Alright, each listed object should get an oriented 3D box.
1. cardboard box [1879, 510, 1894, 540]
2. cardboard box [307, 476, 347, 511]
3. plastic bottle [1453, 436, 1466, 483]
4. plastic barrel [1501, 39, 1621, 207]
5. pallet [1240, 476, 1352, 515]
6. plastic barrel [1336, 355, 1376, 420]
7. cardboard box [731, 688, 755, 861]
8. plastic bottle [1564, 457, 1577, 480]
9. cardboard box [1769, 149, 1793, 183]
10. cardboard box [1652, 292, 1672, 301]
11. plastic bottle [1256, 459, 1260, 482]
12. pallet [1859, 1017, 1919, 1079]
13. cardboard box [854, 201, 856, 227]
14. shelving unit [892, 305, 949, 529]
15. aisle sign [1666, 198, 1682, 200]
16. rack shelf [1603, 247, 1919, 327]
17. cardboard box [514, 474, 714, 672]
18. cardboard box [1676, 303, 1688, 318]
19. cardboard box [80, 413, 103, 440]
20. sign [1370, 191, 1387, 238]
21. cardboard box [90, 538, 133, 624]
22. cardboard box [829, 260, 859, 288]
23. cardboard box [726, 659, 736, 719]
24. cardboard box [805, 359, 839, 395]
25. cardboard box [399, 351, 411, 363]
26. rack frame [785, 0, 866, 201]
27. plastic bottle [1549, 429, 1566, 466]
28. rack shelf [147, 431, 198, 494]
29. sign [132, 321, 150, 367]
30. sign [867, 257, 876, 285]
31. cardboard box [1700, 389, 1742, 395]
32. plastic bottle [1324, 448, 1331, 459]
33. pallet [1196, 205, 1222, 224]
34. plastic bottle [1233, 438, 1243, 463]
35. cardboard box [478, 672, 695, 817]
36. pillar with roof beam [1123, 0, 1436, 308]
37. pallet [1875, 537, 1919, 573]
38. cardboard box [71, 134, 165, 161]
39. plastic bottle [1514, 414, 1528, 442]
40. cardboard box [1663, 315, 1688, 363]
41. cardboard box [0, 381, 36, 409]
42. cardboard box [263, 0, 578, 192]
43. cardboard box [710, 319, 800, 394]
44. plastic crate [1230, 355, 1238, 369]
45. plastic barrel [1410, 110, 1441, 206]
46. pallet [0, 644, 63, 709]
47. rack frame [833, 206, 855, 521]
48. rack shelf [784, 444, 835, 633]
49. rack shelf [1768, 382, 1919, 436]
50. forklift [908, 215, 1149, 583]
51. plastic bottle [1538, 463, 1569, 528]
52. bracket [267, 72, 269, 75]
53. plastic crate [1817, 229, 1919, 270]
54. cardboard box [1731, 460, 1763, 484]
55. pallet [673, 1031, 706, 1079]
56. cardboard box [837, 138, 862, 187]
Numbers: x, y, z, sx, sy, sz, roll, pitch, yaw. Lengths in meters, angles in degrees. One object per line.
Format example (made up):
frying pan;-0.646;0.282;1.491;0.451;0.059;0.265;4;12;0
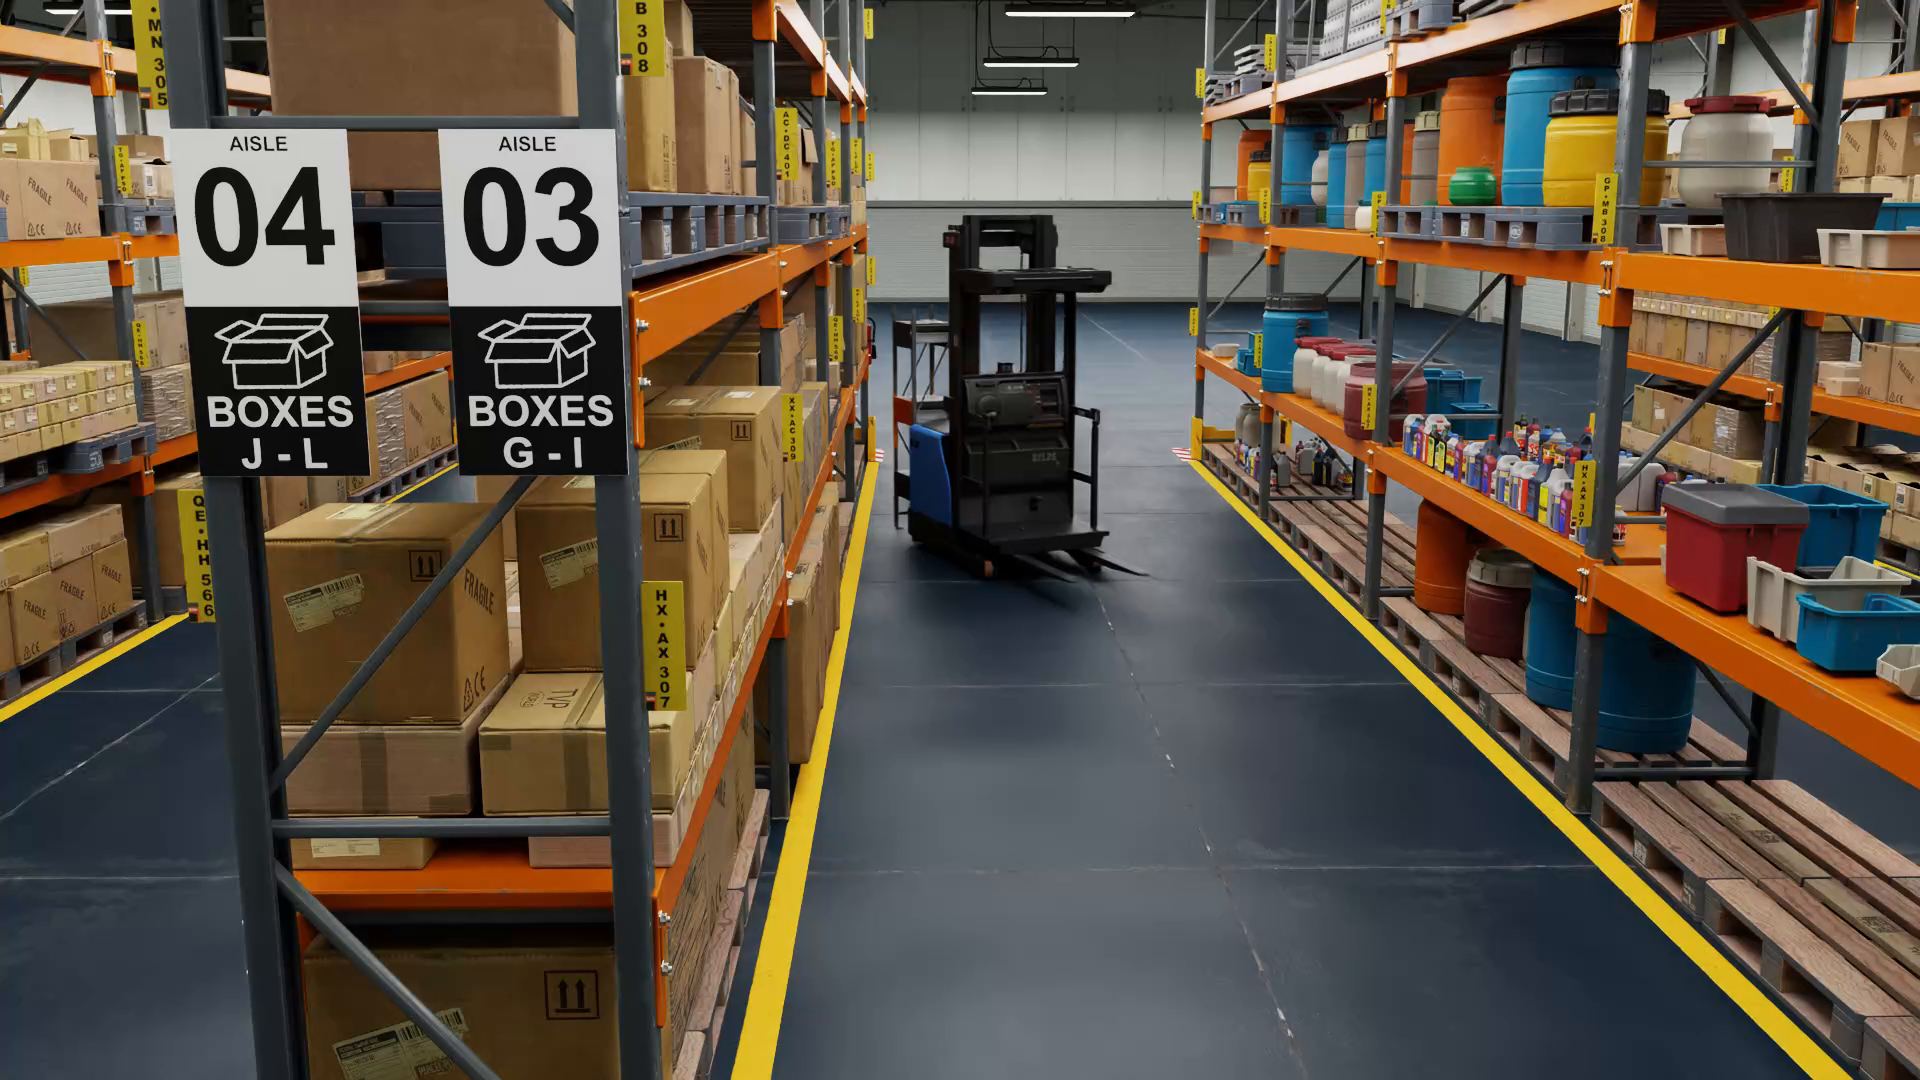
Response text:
cardboard box;8.174;-0.173;14.417;0.500;0.250;0.500;0;11;0
cardboard box;-6.381;-0.642;15.470;1.050;0.750;0.750;0;11;-1
plastic bottle;3.175;-0.512;10.525;0.061;0.283;0.133;0;11;-1
plastic barrel;3.406;-2.352;9.437;0.600;0.901;0.708;0;11;-1
pallet;3.457;-0.449;16.932;1.003;0.211;1.213;0;11;-1
plastic barrel;3.268;-1.229;13.482;0.421;0.512;0.421;0;11;0
cardboard box;-1.424;0.896;7.578;0.875;0.875;0.875;0;11;-1
plastic bottle;3.388;-0.286;9.240;0.144;0.351;0.185;0;11;-1
cardboard box;8.473;-3.824;17.345;0.797;0.503;0.637;1;12;5
cardboard box;8.313;-2.974;18.848;0.700;0.500;0.500;-1;11;-3
plastic bottle;3.123;-0.764;17.029;0.144;0.351;0.185;-1;11;-4
pallet;3.698;1.906;5.324;1.003;0.211;1.213;0;11;-1
cardboard box;-1.292;-3.254;16.577;0.500;0.250;0.500;0;11;-2
shelving unit;-0.341;-1.106;15.422;0.431;2.100;0.503;-5;12;-22
aisle sign;8.591;-3.785;19.824;0.394;0.787;0.004;0;11;-1
rack shelf;3.635;-0.812;5.971;1.077;0.370;4.000;0;11;-1
cardboard box;-1.025;0.088;5.014;0.500;0.500;0.500;-1;11;-3
cardboard box;8.120;-2.529;18.287;0.380;0.149;0.250;0;11;-2
cardboard box;-5.923;-0.752;10.989;0.380;0.149;0.250;0;11;0
sign;2.962;-2.302;11.771;0.100;0.325;0.005;0;11;-1
cardboard box;-6.126;0.283;11.542;0.500;0.500;0.500;0;11;-1
cardboard box;-1.300;-2.636;17.183;0.500;0.500;0.500;0;11;-1
cardboard box;-0.982;0.519;5.777;0.380;0.149;0.250;0;11;-2
cardboard box;-1.245;-1.333;13.596;0.500;0.250;0.500;-1;11;-3
cardboard box;-6.595;-2.235;18.346;0.875;0.550;0.550;0;11;-1
rack frame;-1.606;-5.397;19.219;1.000;3.000;0.127;0;11;-1
plastic bottle;3.943;-0.599;10.981;0.097;0.271;0.097;0;11;0
rack shelf;-6.443;-0.911;14.006;1.077;0.370;4.000;0;11;-1
sign;-5.859;-1.399;11.888;0.100;0.325;0.005;0;11;-1
sign;-1.050;-3.177;19.660;0.100;0.325;0.005;0;11;-1
cardboard box;8.642;-1.418;18.670;0.500;0.500;0.500;0;11;-1
plastic bottle;3.823;-0.799;17.200;0.144;0.351;0.185;-1;11;-4
pallet;3.265;-3.690;18.823;1.003;0.211;1.213;0;11;-1
plastic bottle;3.072;-0.994;18.360;0.097;0.271;0.097;0;11;0
cardboard box;-1.015;0.555;4.599;0.500;0.250;0.500;-1;11;-3
pillar with roof beam;9.206;-11.268;48.159;9.100;9.000;0.548;0;11;-1
pallet;8.464;0.054;14.450;1.003;0.211;1.213;0;11;-1
cardboard box;-6.717;-2.984;13.313;0.500;0.500;0.500;0;11;-1
plastic bottle;3.946;-0.751;11.701;0.061;0.283;0.133;0;11;-1
cardboard box;8.315;-2.250;18.543;0.700;0.500;0.500;0;11;-1
cardboard box;-5.909;-0.888;10.161;0.380;0.149;0.250;0;11;2
cardboard box;-1.340;-1.153;4.286;0.700;0.500;0.500;-1;12;-5
cardboard box;-1.431;-1.132;10.511;0.797;0.503;0.637;0;11;0
plastic crate;3.142;-1.874;17.608;0.530;0.136;0.437;0;11;-1
plastic barrel;3.711;-2.767;12.538;0.600;0.901;0.600;0;11;0
pallet;-6.365;0.898;10.294;1.003;0.211;1.213;0;11;-1
rack frame;-1.523;-1.662;15.896;1.000;3.000;0.127;0;11;-1
rack shelf;-1.399;-0.116;10.088;1.077;0.370;4.000;0;11;-1
rack shelf;8.422;-0.951;14.205;1.077;0.370;4.000;0;11;-1
forklift;0.564;-1.205;13.820;1.130;2.935;3.031;-5;12;-22
plastic bottle;3.248;-0.249;9.056;0.144;0.351;0.185;0;11;-1
bracket;-17.513;-11.812;41.785;0.235;0.232;0.430;0;11;-1
plastic crate;3.386;-1.047;5.986;0.437;0.136;0.530;0;11;-1
cardboard box;8.153;-0.651;16.774;0.500;0.250;0.500;0;11;-1
pallet;-1.370;1.932;5.197;1.003;0.211;1.213;0;11;-1
cardboard box;-1.321;-4.059;17.914;0.500;0.500;0.500;0;11;-1
